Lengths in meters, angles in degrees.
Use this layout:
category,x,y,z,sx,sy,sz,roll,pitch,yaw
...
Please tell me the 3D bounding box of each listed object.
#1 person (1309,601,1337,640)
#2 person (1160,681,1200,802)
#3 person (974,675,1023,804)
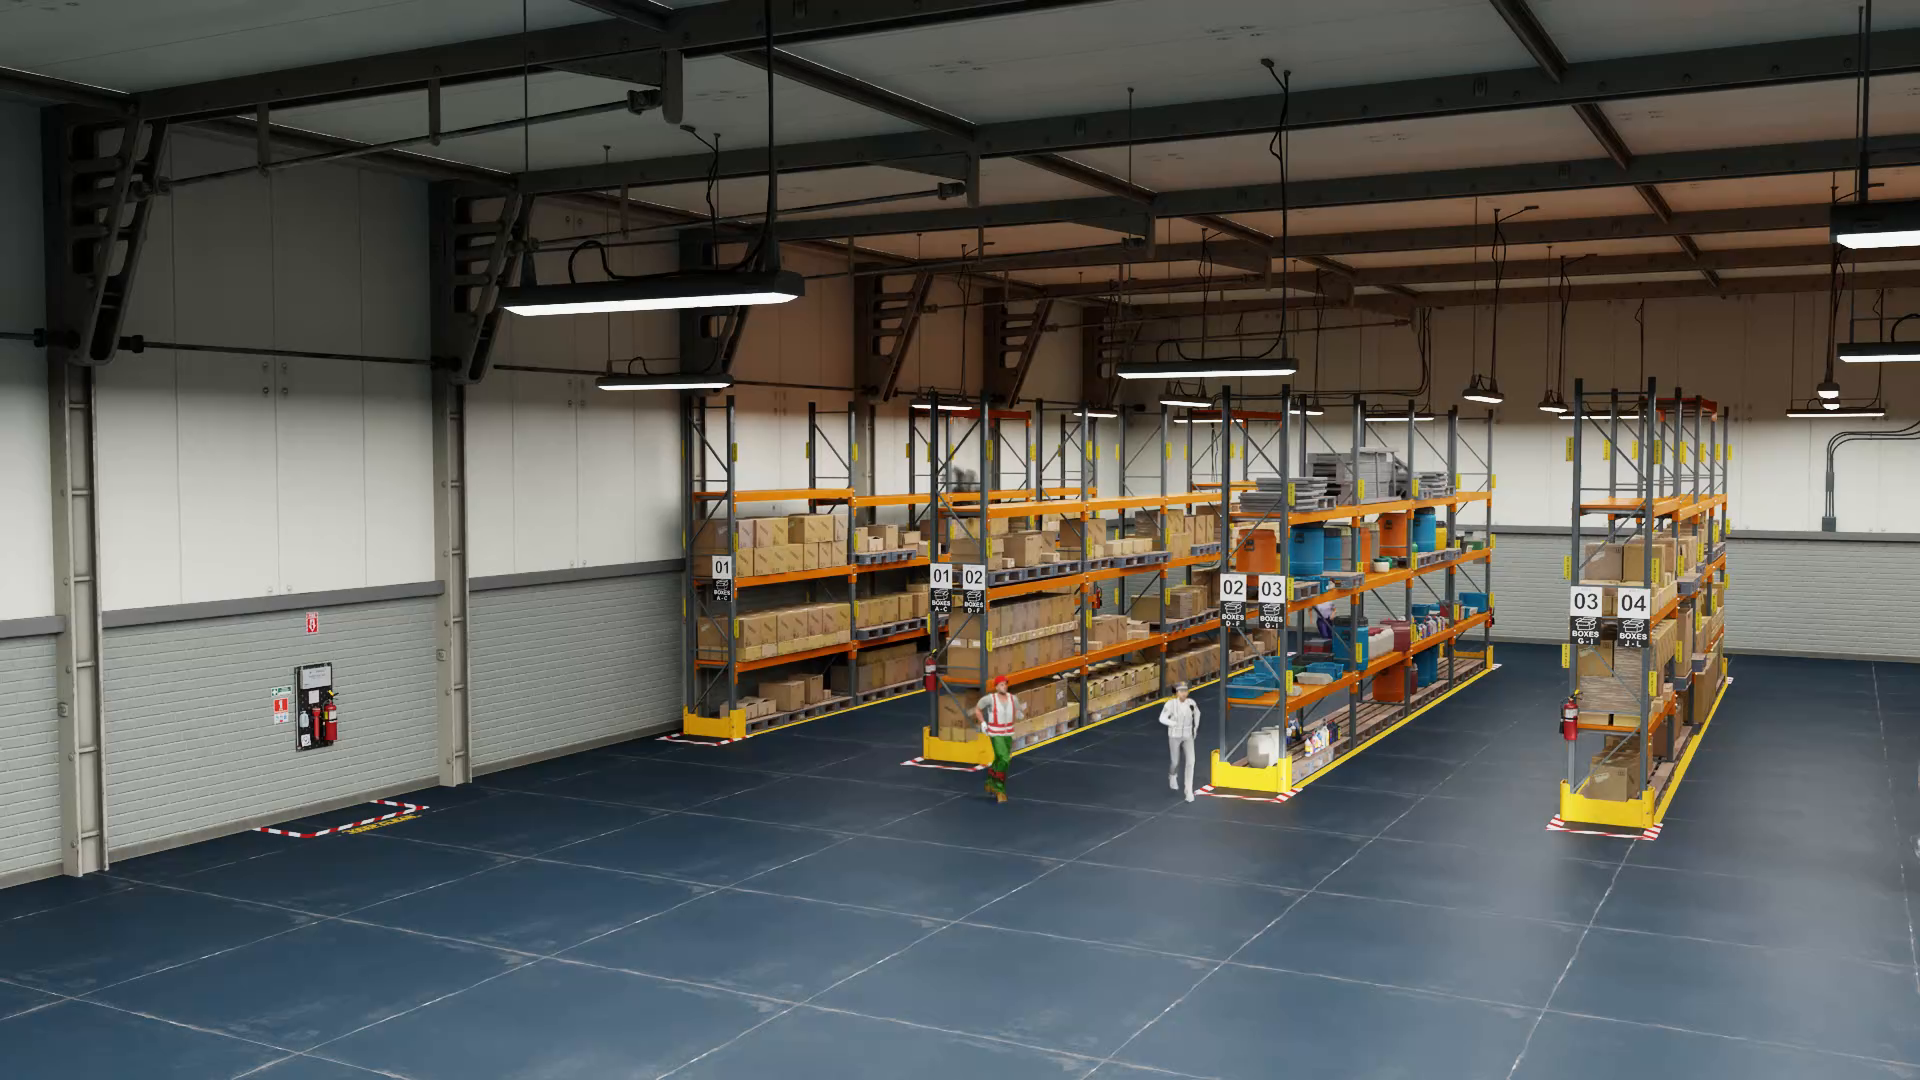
category,x,y,z,sx,sy,sz,roll,pitch,yaw
person,8.883,2.042,40.530,0.678,1.652,0.838,0,3,-1
person,3.213,2.887,24.211,0.645,1.707,0.907,0,3,-5
person,0.606,2.861,23.986,0.615,1.850,0.775,-2,4,-33
